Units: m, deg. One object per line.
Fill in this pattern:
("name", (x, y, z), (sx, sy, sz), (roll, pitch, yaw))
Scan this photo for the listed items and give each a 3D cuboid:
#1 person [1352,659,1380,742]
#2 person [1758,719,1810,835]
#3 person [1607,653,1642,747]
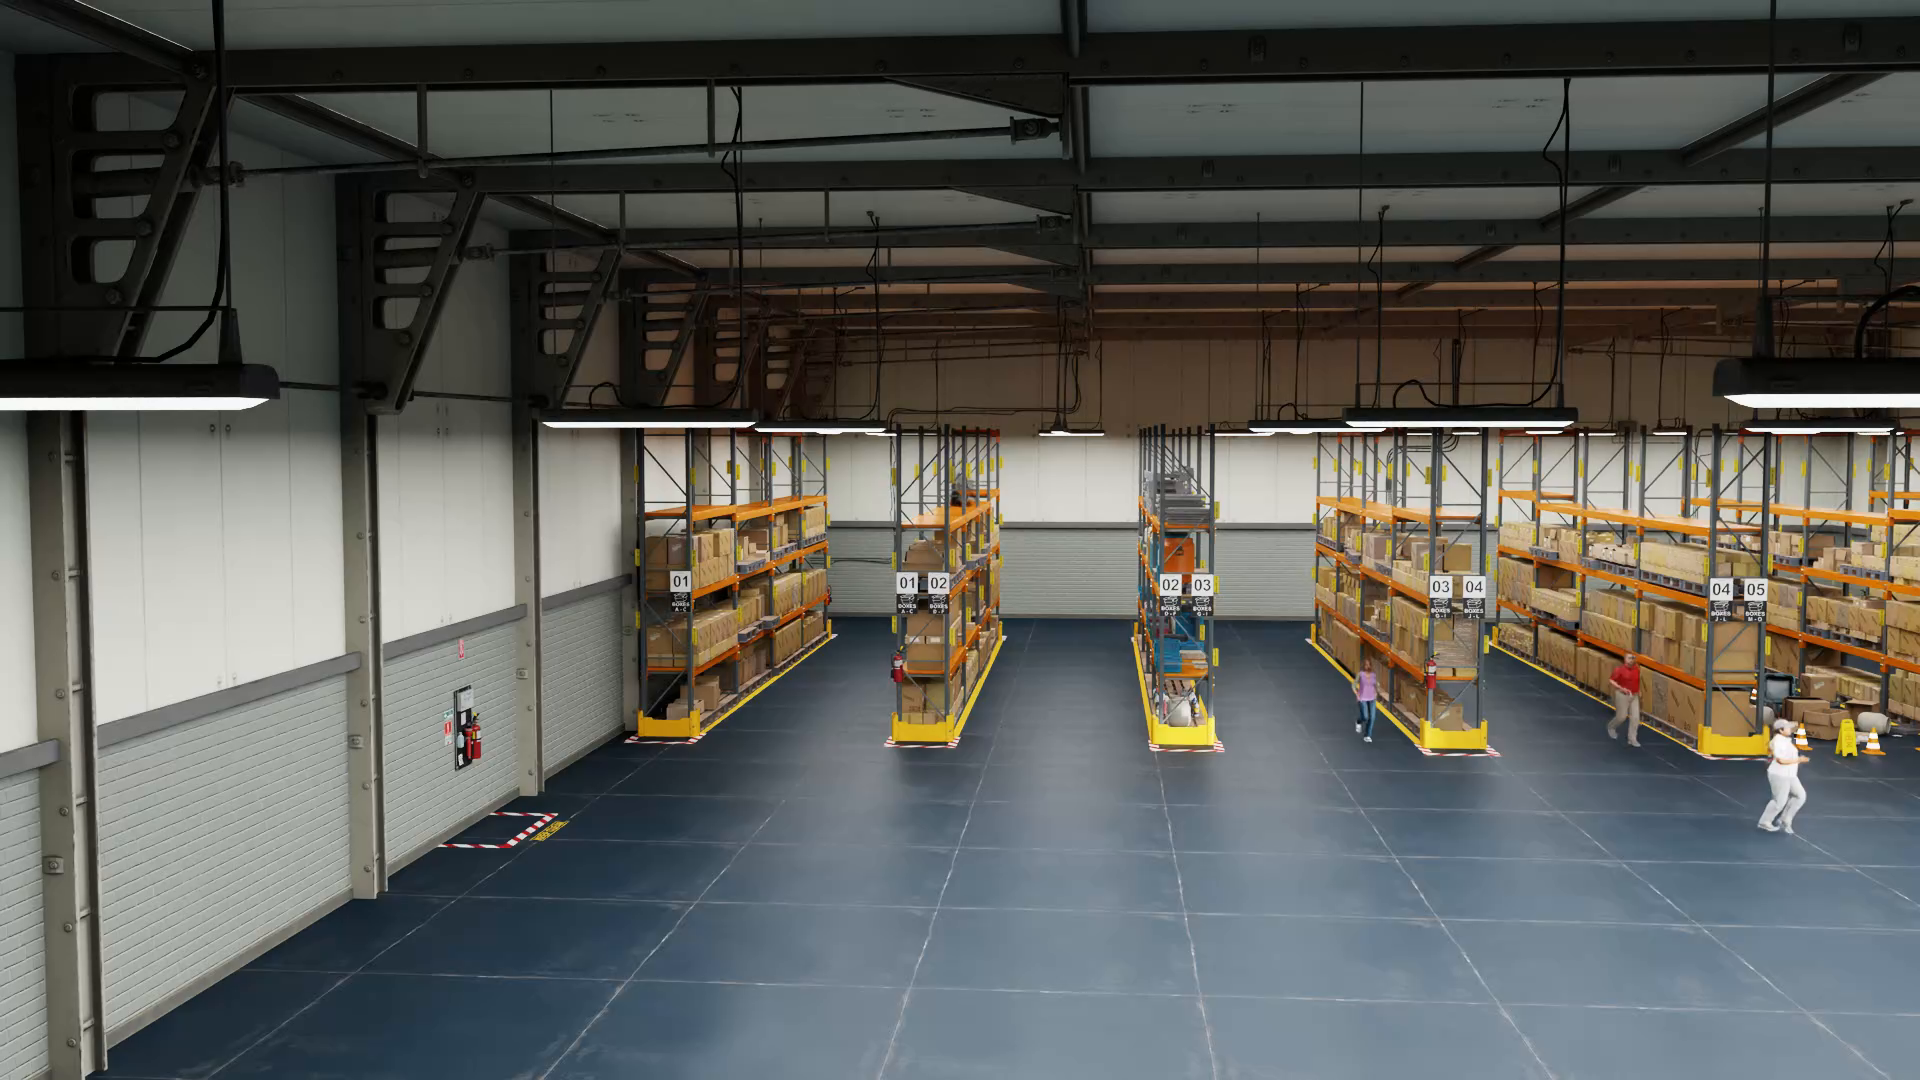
("person", (7.697, 3.031, 31.494), (0.527, 1.542, 0.560), (0, 3, -3))
("person", (11.925, 3.440, 24.041), (0.660, 1.700, 0.583), (3, 4, 37))
("person", (12.482, 2.959, 31.132), (0.676, 1.709, 0.867), (-1, 4, -11))
